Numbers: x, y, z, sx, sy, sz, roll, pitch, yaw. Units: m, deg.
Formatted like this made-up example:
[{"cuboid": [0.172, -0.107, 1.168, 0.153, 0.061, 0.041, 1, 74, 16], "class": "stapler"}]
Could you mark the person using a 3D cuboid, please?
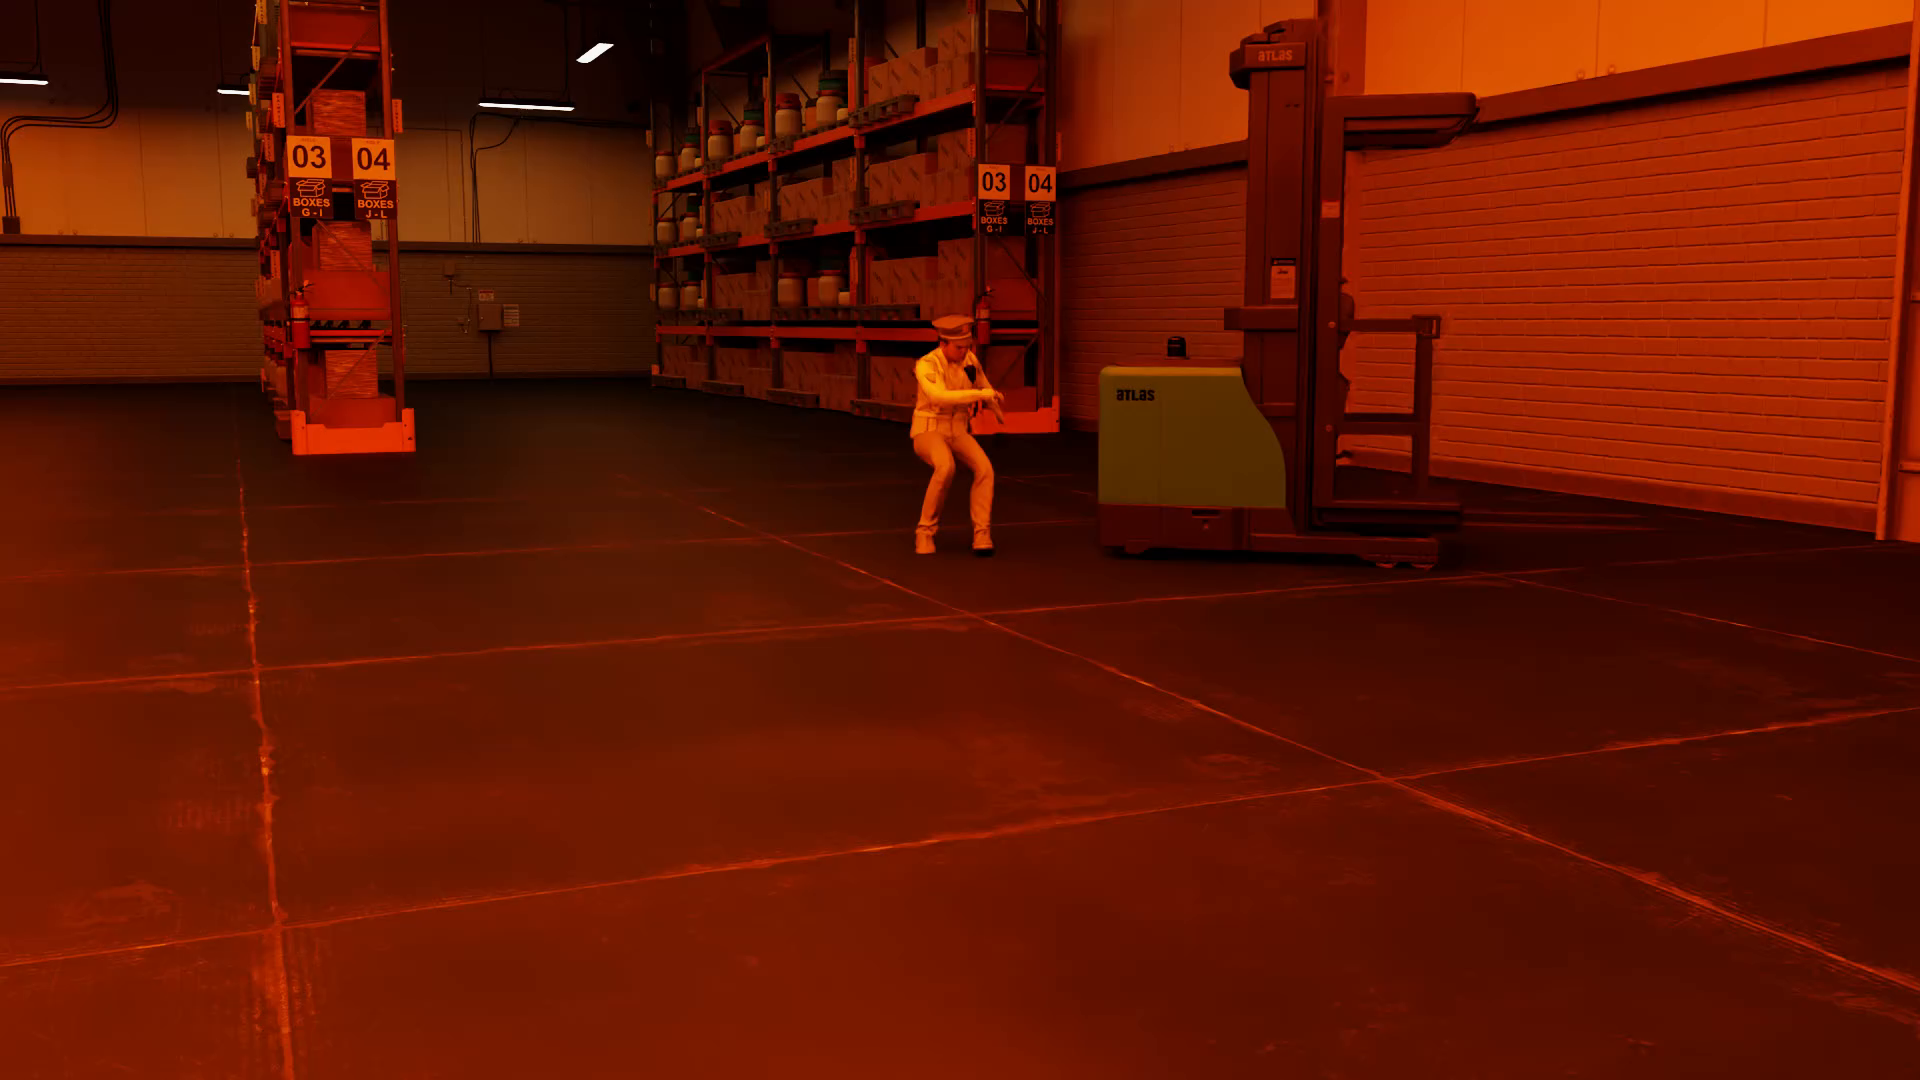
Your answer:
[{"cuboid": [0.101, -0.624, 9.877, 0.993, 1.416, 0.900, -5, 9, -34], "class": "person"}]

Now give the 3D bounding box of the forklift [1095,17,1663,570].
[{"cuboid": [2.340, -1.371, 9.336, 3.031, 2.935, 1.130, 2, 8, 13], "class": "forklift"}]
